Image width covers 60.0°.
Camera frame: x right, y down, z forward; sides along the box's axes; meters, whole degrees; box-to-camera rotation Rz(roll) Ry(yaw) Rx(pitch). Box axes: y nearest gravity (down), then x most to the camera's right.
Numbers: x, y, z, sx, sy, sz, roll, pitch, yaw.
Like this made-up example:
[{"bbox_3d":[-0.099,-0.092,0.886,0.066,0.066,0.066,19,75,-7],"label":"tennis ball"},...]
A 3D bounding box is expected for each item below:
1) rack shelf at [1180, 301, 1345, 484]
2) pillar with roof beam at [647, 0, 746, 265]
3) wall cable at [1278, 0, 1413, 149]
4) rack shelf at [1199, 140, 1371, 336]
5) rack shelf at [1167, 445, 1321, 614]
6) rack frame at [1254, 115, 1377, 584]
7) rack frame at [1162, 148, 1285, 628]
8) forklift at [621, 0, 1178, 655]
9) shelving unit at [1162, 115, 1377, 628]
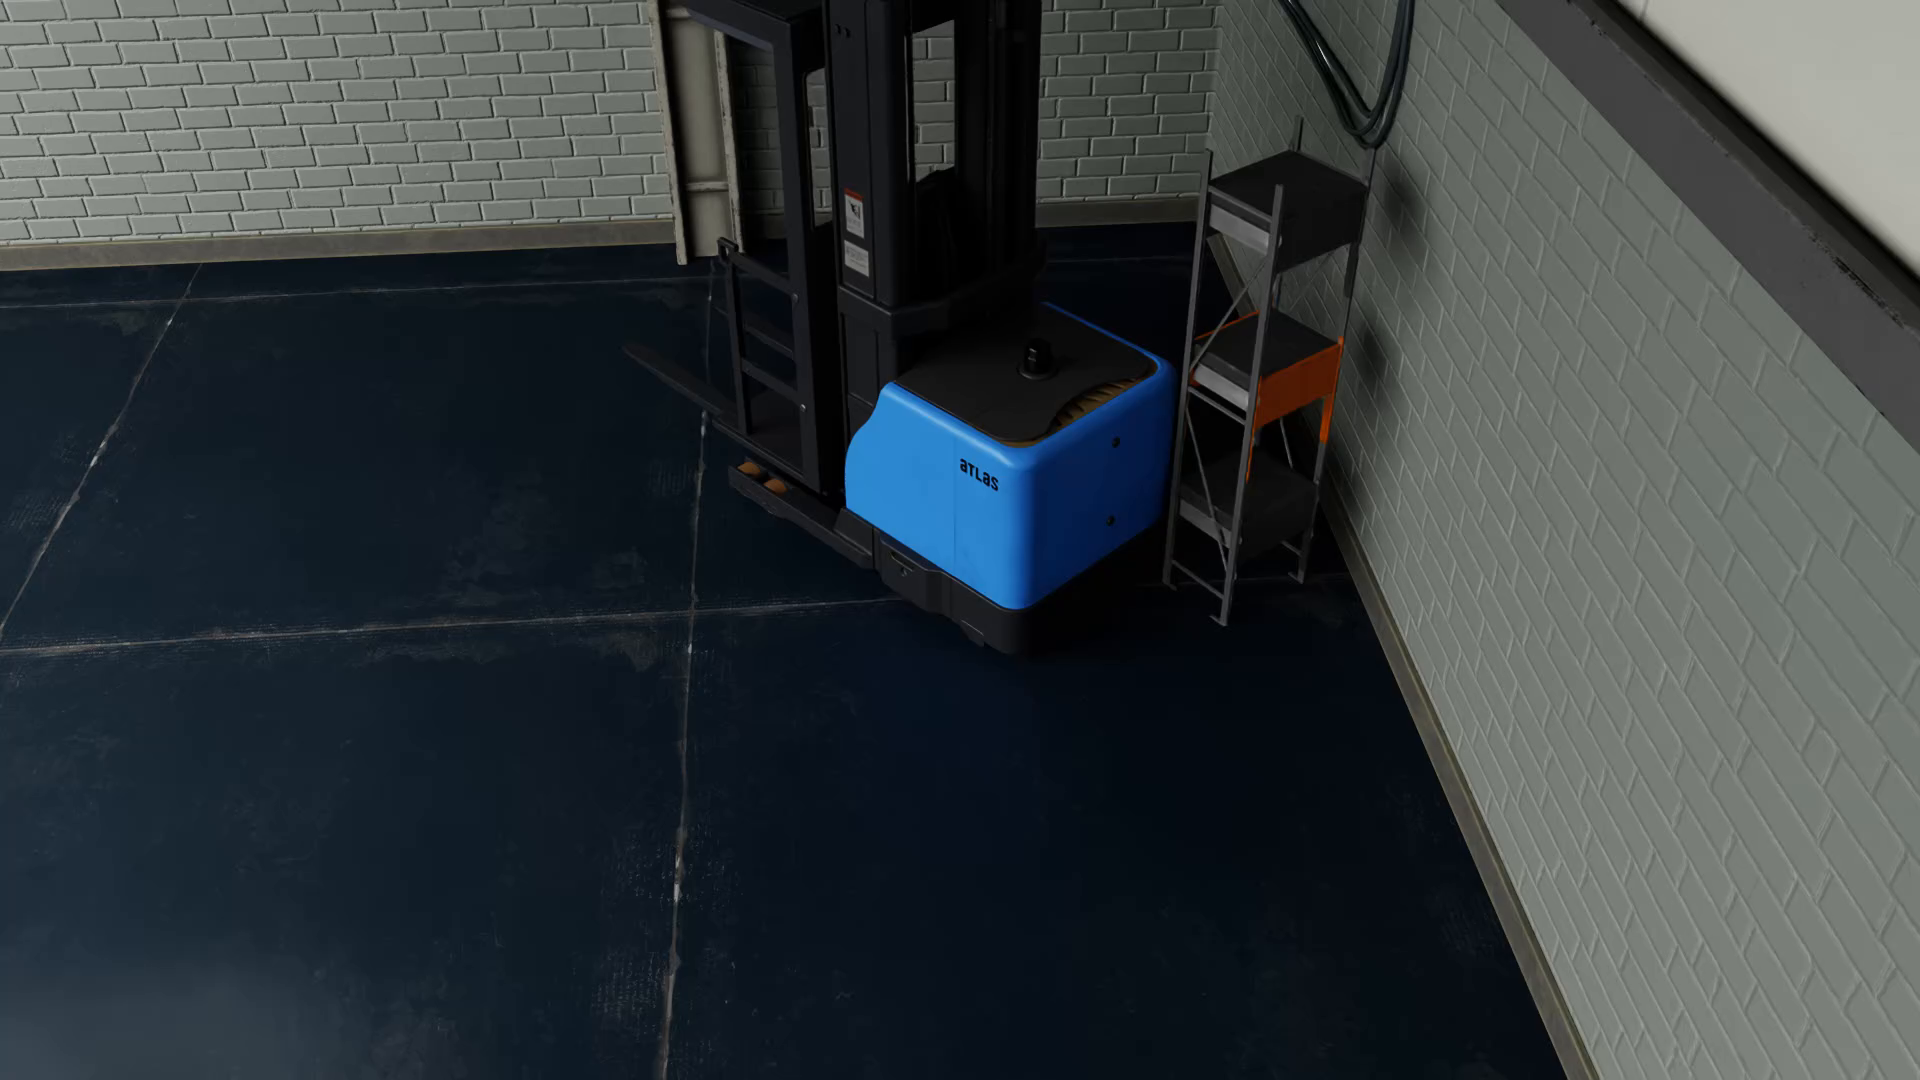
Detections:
[{"bbox_3d":[1.234,-0.622,6.866,0.480,0.518,0.431,-26,45,-29],"label":"rack shelf"},{"bbox_3d":[-1.098,-2.607,3.790,0.400,9.000,9.100,-3,38,-4],"label":"pillar with roof beam"},{"bbox_3d":[1.572,-3.390,7.289,0.112,2.526,3.097,-3,38,-4],"label":"wall cable"},{"bbox_3d":[1.234,-1.172,6.432,0.480,0.518,0.431,-26,45,-29],"label":"rack shelf"},{"bbox_3d":[1.234,-0.073,7.299,0.480,0.518,0.431,-26,45,-29],"label":"rack shelf"},{"bbox_3d":[1.427,-0.726,6.975,0.015,2.100,0.400,-26,45,-29],"label":"rack frame"},{"bbox_3d":[1.041,-0.541,6.740,0.015,2.100,0.400,-26,45,-29],"label":"rack frame"},{"bbox_3d":[-0.466,-1.475,7.253,1.130,2.935,3.031,-32,48,-34],"label":"forklift"},{"bbox_3d":[1.234,-0.633,6.857,0.503,2.100,0.431,-26,45,-29],"label":"shelving unit"}]
